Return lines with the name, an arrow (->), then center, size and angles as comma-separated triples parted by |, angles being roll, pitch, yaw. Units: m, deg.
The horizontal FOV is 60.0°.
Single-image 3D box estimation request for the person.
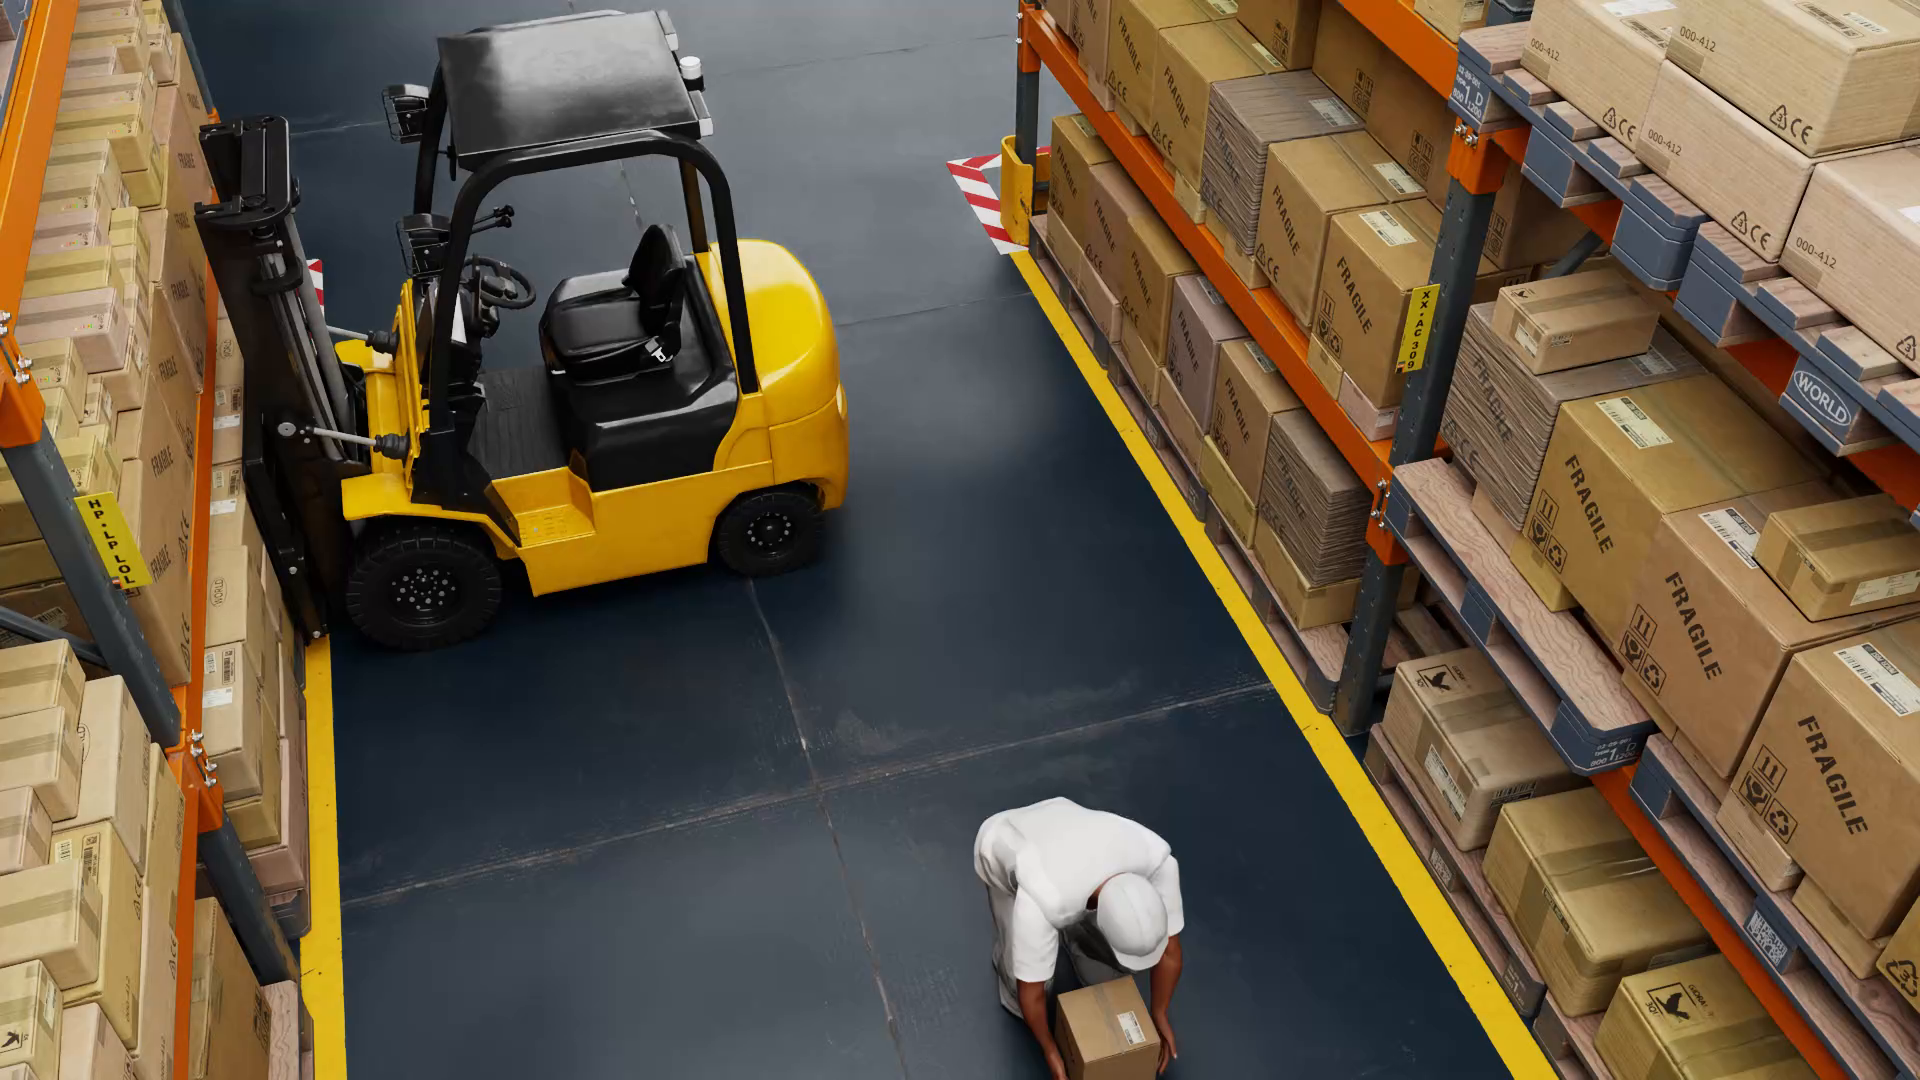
person -> 0.392, 1.160, 5.321 | 0.569, 0.869, 0.897 | -12, 43, -13
